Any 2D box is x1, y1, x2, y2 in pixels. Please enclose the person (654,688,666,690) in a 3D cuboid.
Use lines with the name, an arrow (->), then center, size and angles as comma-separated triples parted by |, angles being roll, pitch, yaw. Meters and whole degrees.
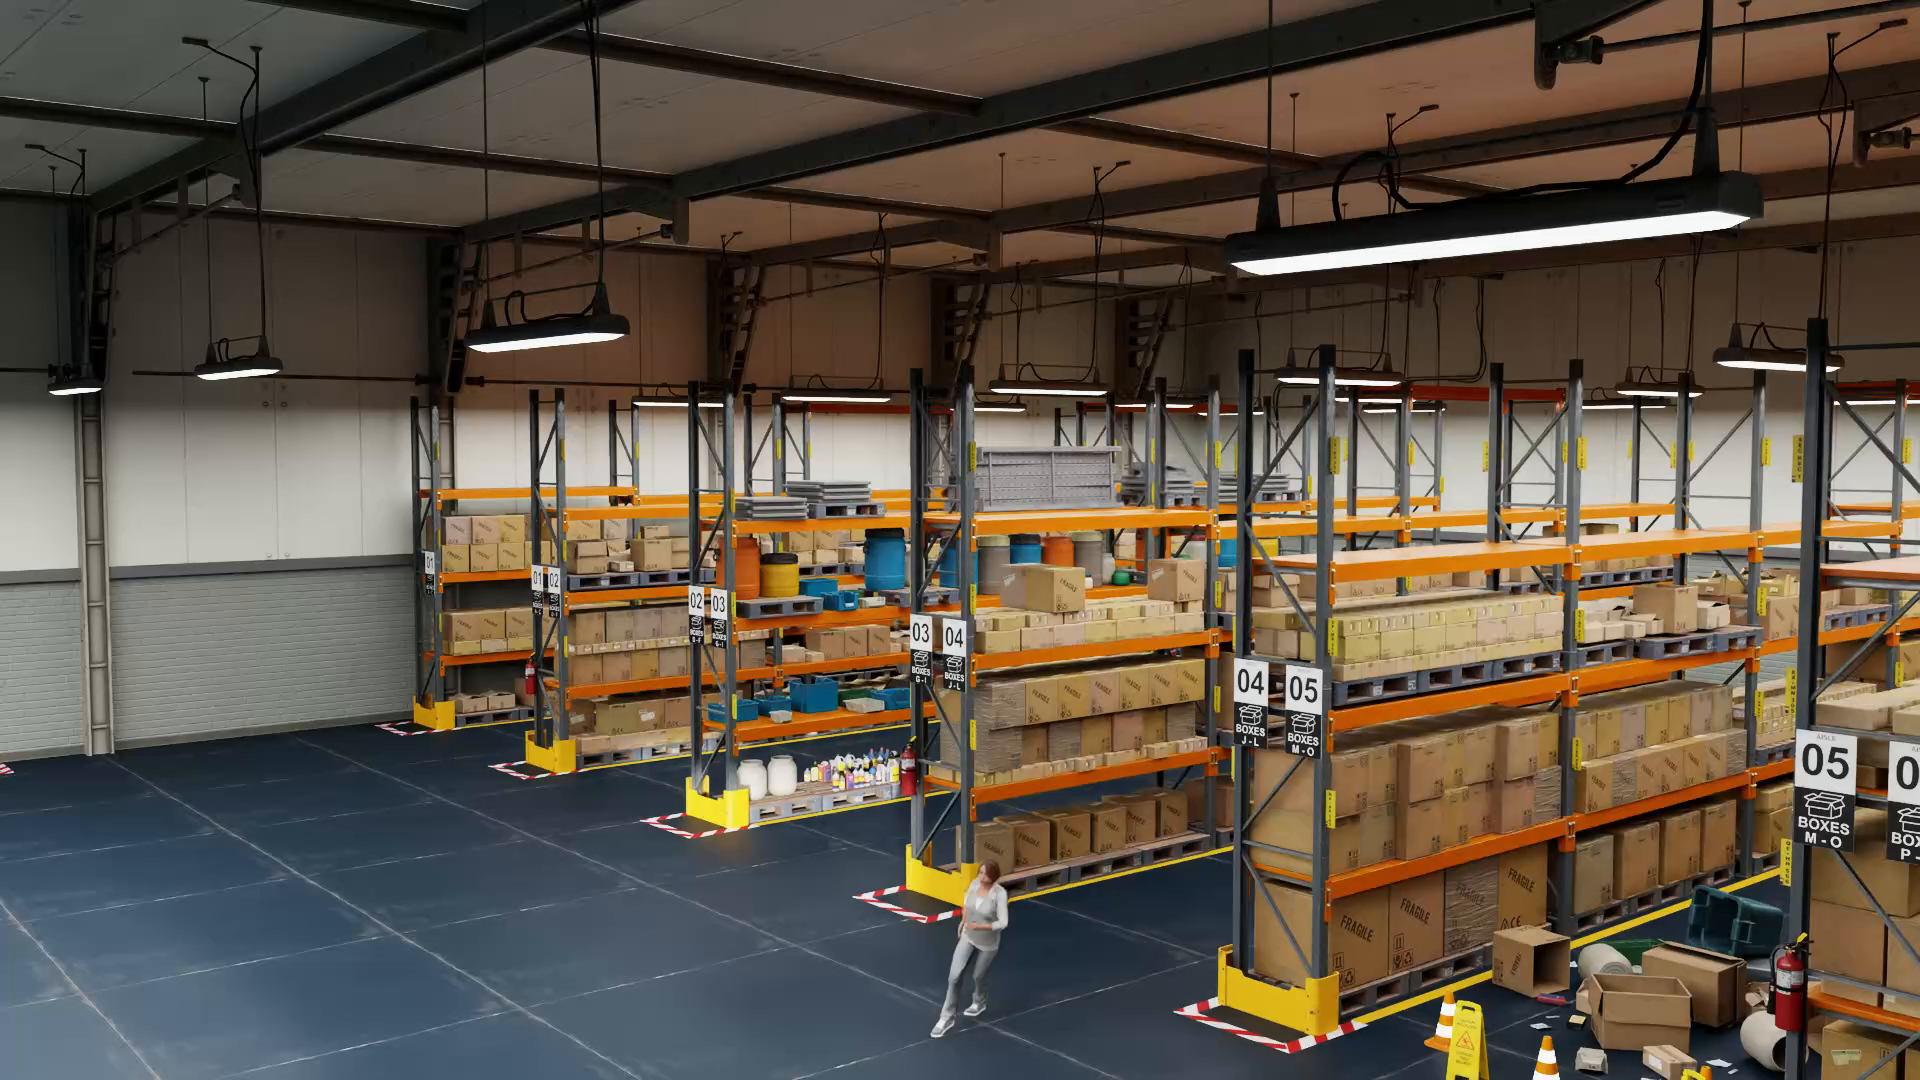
person -> -5.473, 2.506, 30.302 | 0.648, 1.745, 0.973 | 2, 4, 30

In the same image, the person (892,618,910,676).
person -> -1.181, 2.376, 33.978 | 0.606, 1.581, 0.746 | 2, 4, 36

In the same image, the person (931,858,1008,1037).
person -> 0.158, 3.502, 14.507 | 0.632, 1.549, 0.755 | 1, 4, 21
